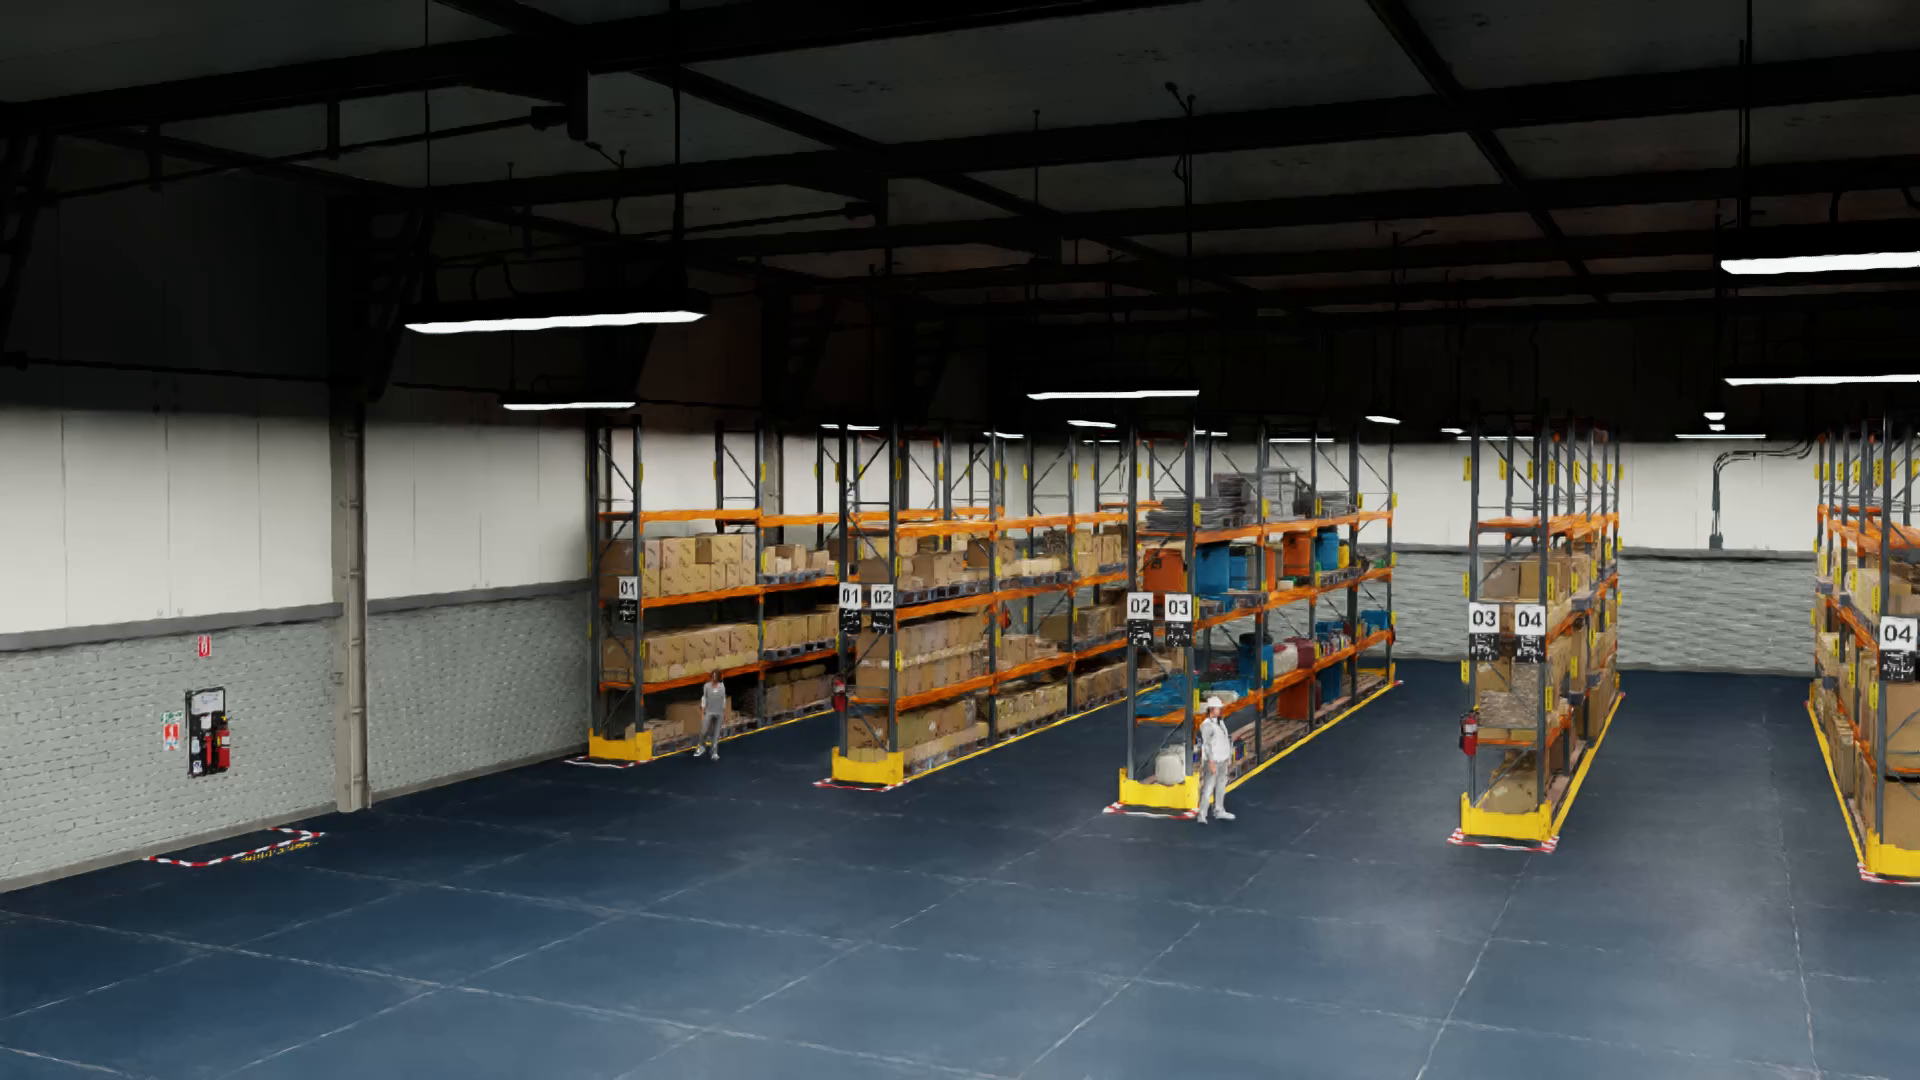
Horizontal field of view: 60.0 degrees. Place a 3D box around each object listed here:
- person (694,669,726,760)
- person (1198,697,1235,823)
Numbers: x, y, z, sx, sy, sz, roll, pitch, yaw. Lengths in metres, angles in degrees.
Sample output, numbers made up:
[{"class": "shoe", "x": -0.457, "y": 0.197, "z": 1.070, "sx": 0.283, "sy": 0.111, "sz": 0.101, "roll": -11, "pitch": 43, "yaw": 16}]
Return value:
[{"class": "person", "x": -4.329, "y": 3.015, "z": 28.820, "sx": 0.553, "sy": 1.585, "sz": 0.430, "roll": -1, "pitch": 2, "yaw": -18}, {"class": "person", "x": 3.635, "y": 3.121, "z": 23.714, "sx": 0.388, "sy": 1.775, "sz": 0.681, "roll": 2, "pitch": 3, "yaw": 36}]
